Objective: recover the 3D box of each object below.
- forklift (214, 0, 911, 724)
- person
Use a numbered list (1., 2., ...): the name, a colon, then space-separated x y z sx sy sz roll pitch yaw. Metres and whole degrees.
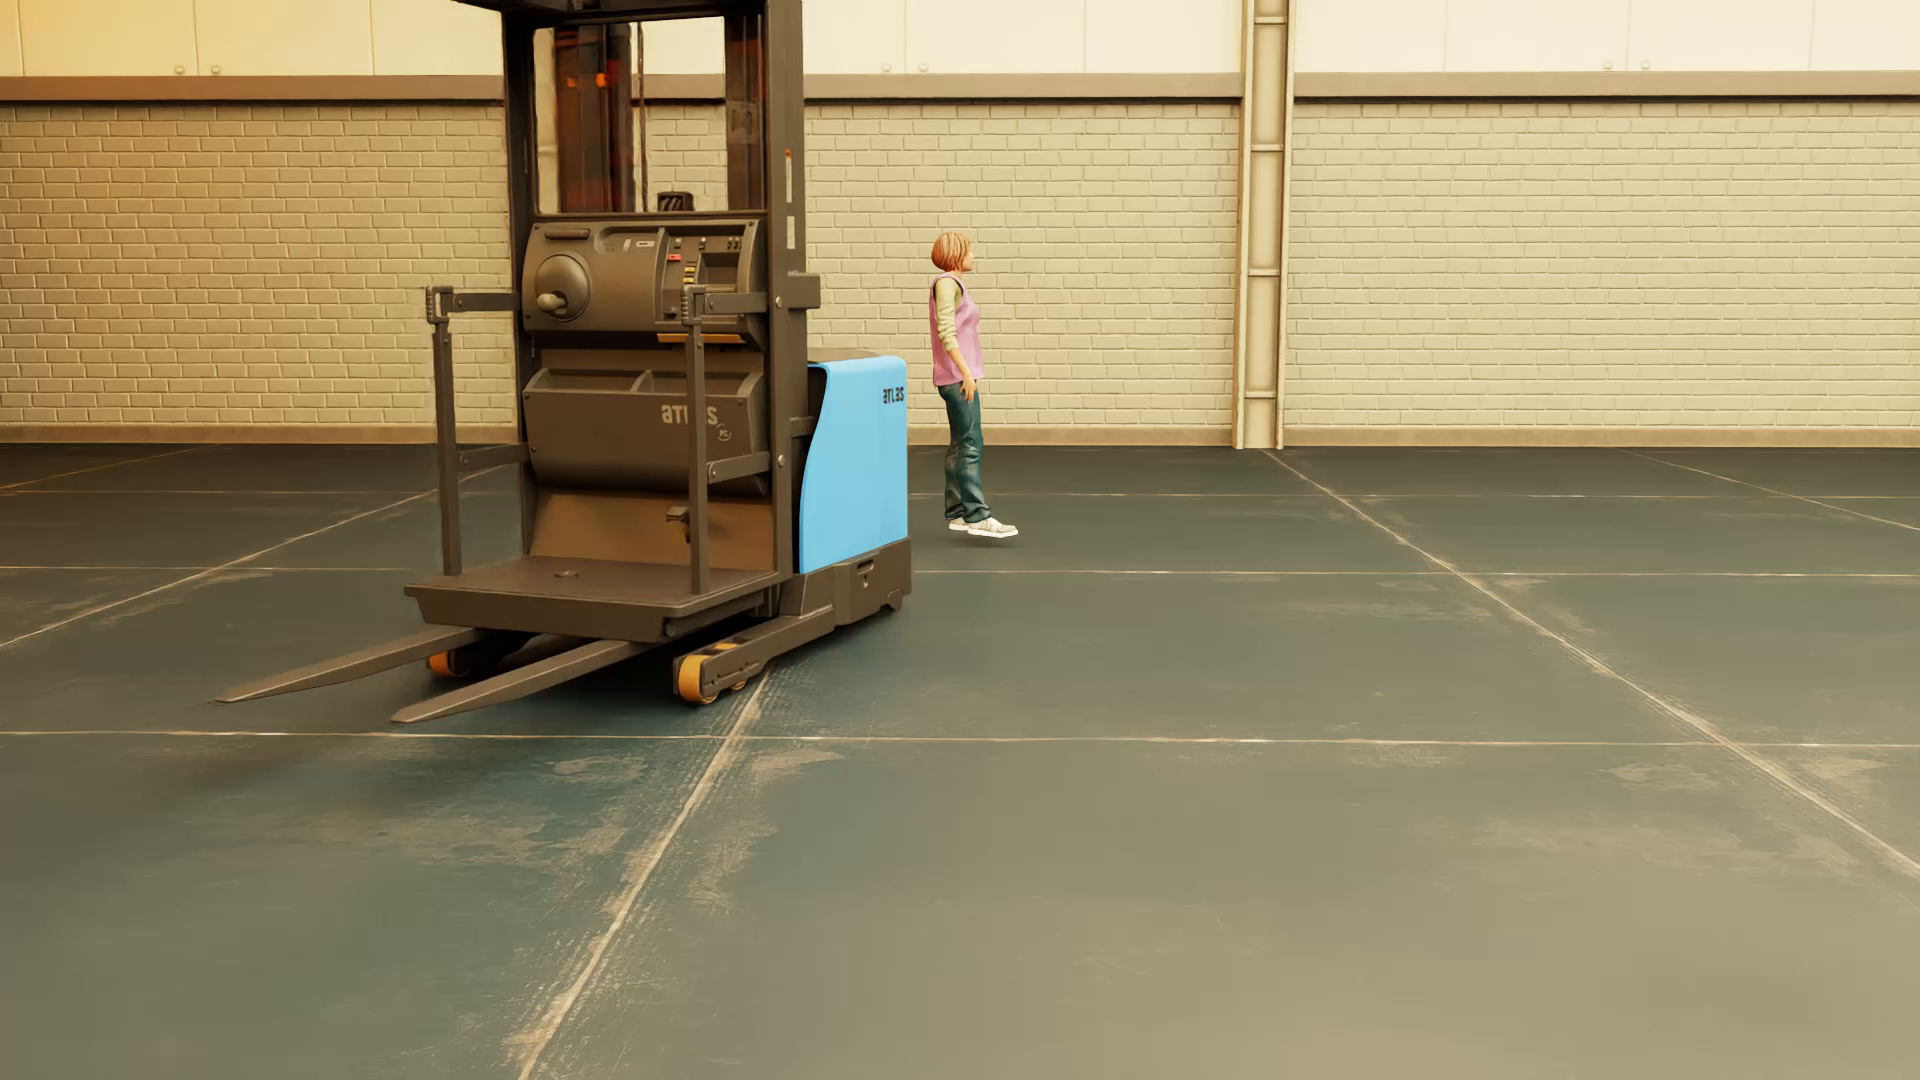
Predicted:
1. forklift: -1.216 -0.980 5.709 1.130 2.935 3.031 3 9 21
2. person: 0.074 -0.834 8.859 0.473 1.599 0.519 0 9 1
